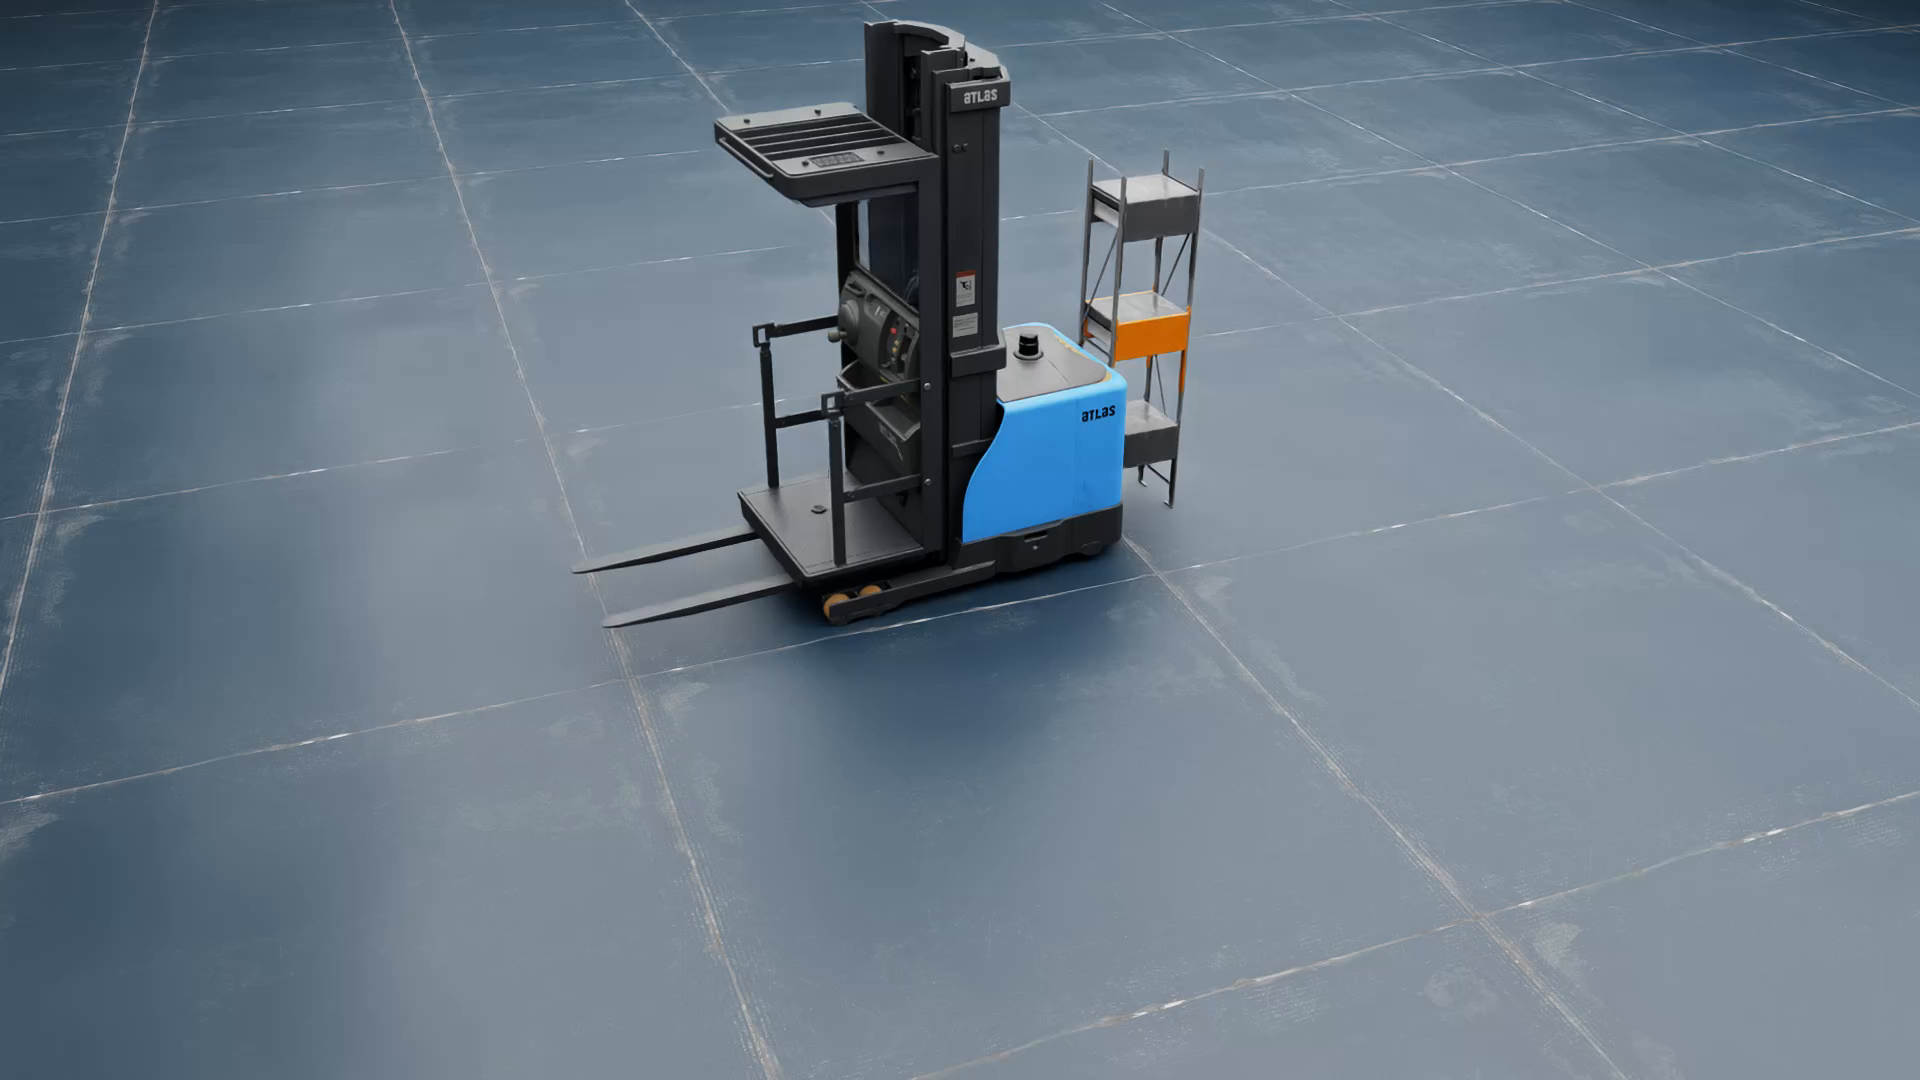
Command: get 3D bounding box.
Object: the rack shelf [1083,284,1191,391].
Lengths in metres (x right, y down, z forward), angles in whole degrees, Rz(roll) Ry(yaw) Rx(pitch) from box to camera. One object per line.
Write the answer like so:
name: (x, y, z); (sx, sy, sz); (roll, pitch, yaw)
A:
rack shelf: (1.003, -1.141, 9.649); (0.480, 0.518, 0.431); (-12, 32, -22)

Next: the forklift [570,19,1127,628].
forklift: (-0.617, -1.113, 8.742); (3.031, 2.935, 1.130); (-14, 32, -23)

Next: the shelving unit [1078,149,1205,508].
shelving unit: (1.003, -1.153, 9.642); (0.503, 2.100, 0.431); (-12, 32, -22)

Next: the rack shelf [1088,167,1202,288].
rack shelf: (1.016, -1.752, 9.308); (0.480, 0.518, 0.431); (-12, 32, -22)

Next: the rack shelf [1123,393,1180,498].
rack shelf: (0.989, -0.530, 9.989); (0.480, 0.518, 0.431); (-12, 32, -22)

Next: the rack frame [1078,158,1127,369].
rack frame: (0.782, -1.107, 9.550); (0.015, 2.100, 0.400); (-12, 32, -22)

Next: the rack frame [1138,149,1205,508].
rack frame: (1.224, -1.199, 9.734); (0.015, 2.100, 0.400); (-12, 32, -22)
